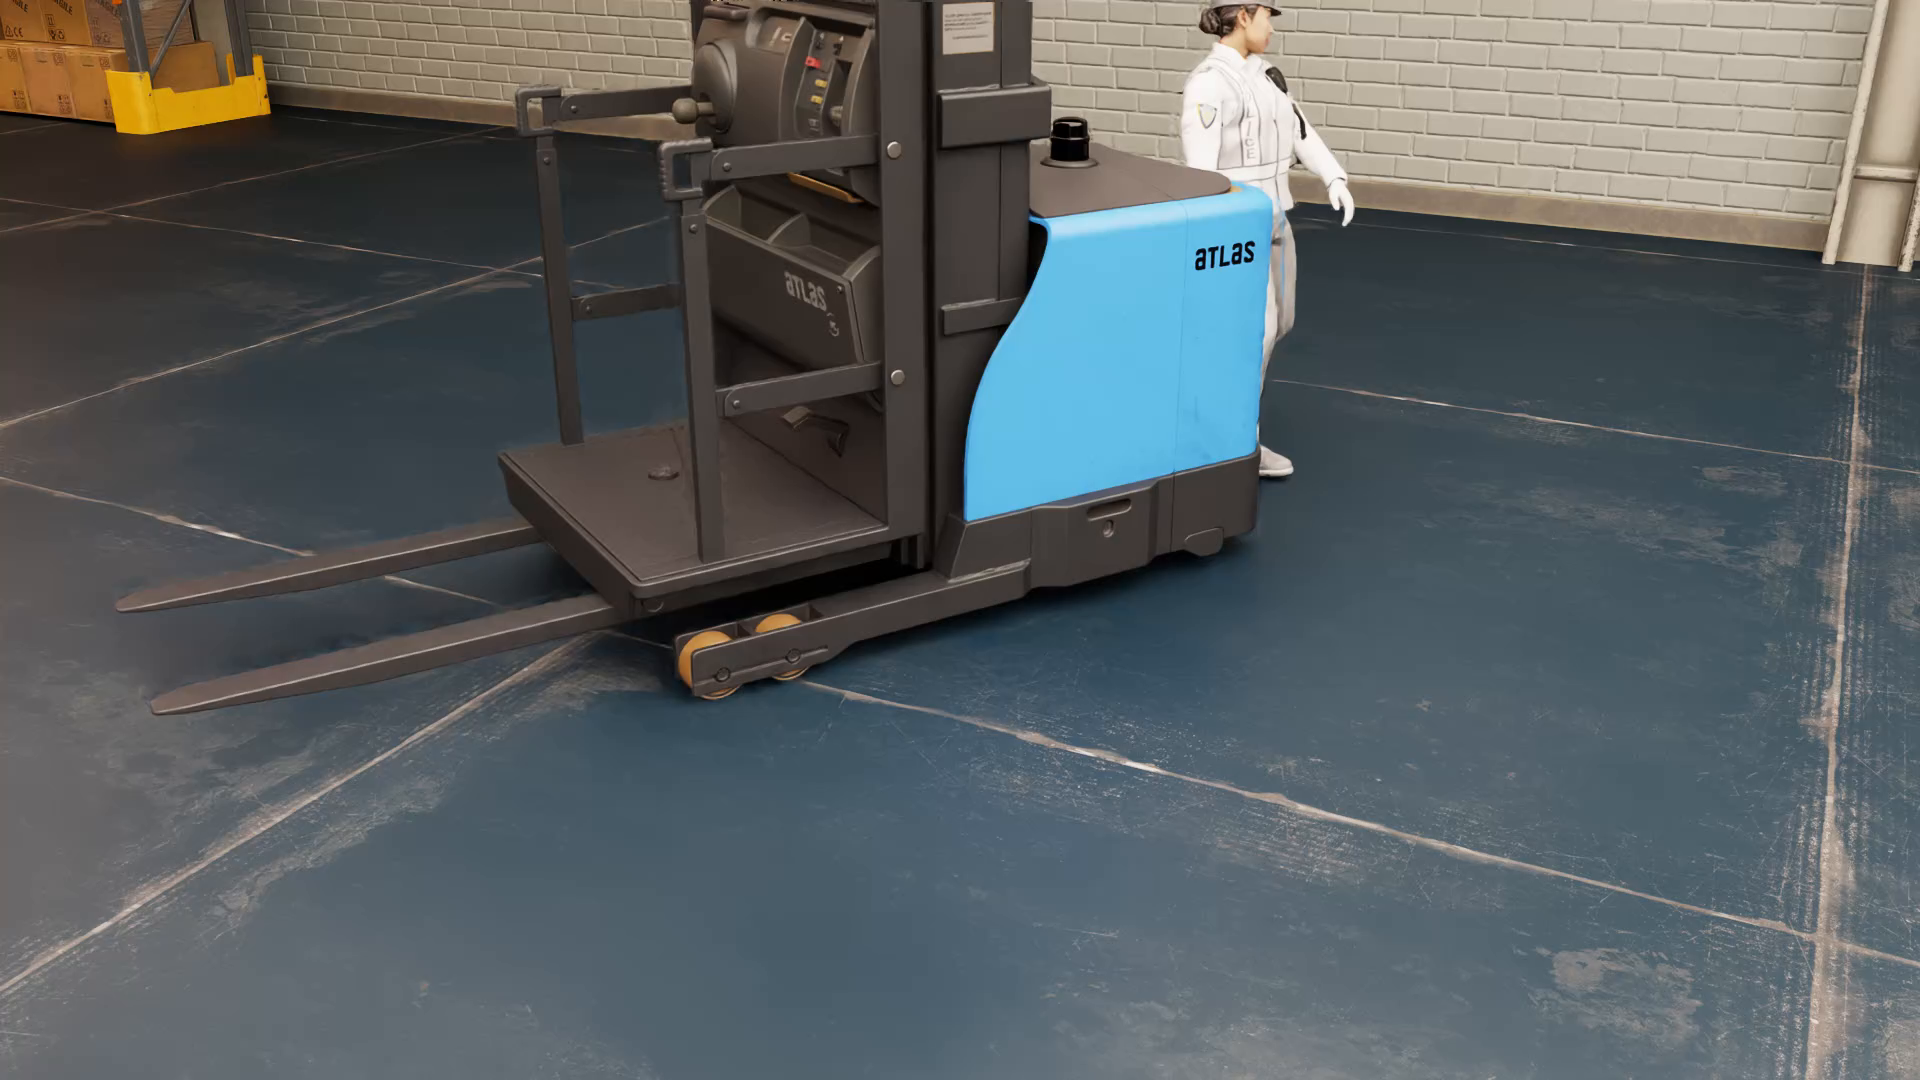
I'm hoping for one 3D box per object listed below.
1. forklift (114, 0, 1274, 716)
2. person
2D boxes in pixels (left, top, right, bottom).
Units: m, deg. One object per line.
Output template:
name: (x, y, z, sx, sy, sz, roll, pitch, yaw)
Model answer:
forklift: (-0.636, -1.188, 4.113, 3.031, 2.935, 1.130, -14, 26, -29)
person: (0.943, -1.060, 5.549, 0.704, 1.567, 0.647, 15, 27, 31)
